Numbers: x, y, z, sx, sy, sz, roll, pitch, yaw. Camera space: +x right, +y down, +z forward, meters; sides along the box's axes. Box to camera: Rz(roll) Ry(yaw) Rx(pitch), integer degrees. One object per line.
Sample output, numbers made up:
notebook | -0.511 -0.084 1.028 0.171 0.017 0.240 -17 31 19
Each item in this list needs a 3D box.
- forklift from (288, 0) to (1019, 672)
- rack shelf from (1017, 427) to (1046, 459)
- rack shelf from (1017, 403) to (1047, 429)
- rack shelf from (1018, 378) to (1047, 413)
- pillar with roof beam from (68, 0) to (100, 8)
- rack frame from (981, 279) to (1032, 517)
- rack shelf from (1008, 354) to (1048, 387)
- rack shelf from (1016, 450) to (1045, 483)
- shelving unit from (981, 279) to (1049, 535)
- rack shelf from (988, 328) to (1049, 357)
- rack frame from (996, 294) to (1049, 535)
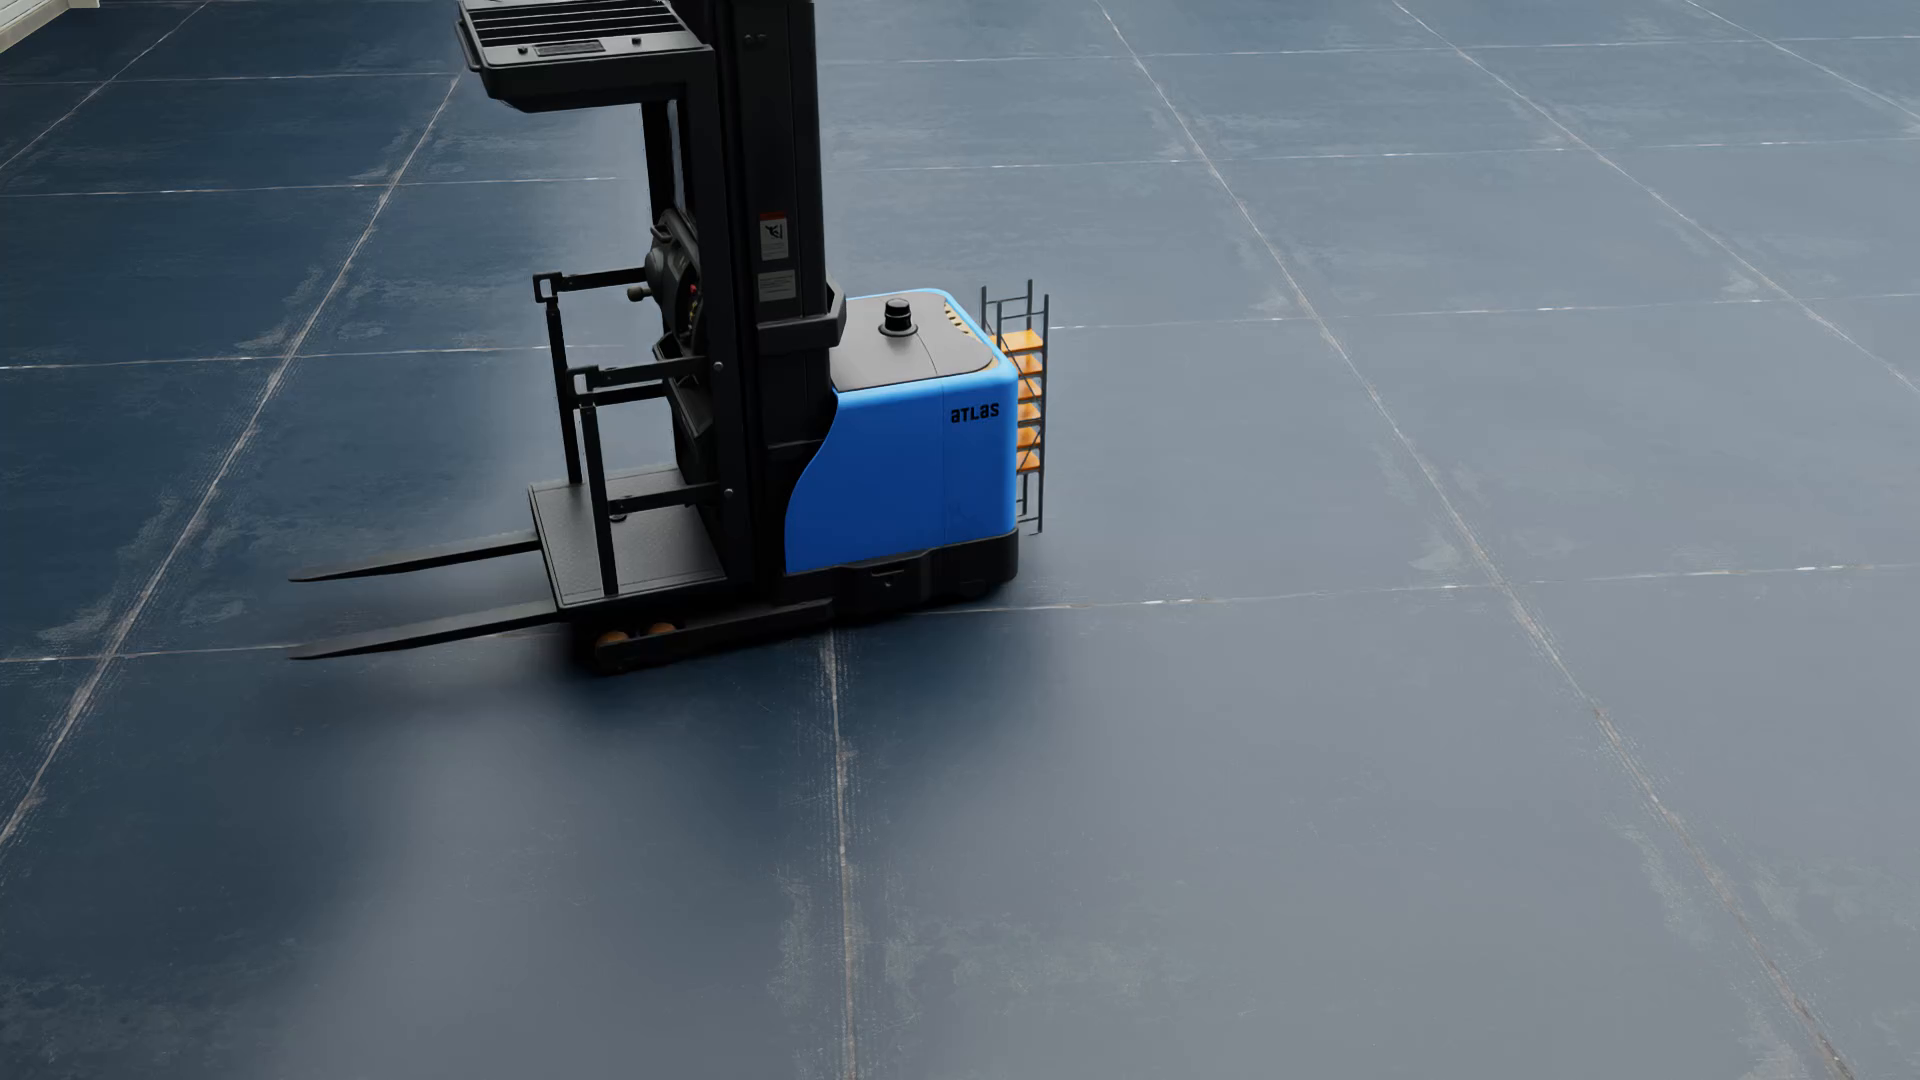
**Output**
forklift | -1.318 -1.020 6.600 3.031 2.935 1.130 -10 32 -17
rack shelf | 0.239 -0.430 7.621 0.258 0.103 0.180 -11 33 -18
rack shelf | 0.239 -0.533 7.559 0.258 0.103 0.180 -11 33 -18
rack shelf | 0.239 -0.636 7.498 0.258 0.103 0.180 -11 33 -18
pillar with roof beam | -4.545 -9.512 14.900 9.100 9.000 0.400 -3 31 -5
rack frame | 0.206 -0.615 7.610 0.240 1.200 0.006 -11 33 -18
rack shelf | 0.239 -0.739 7.436 0.258 0.103 0.180 -11 33 -18
rack shelf | 0.239 -0.327 7.682 0.258 0.103 0.180 -11 33 -18
shelving unit | 0.239 -0.571 7.536 0.258 1.200 0.189 -11 33 -18
rack shelf | 0.239 -0.842 7.375 0.258 0.103 0.180 -11 33 -18
rack frame | 0.271 -0.527 7.463 0.240 1.200 0.006 -11 33 -18
